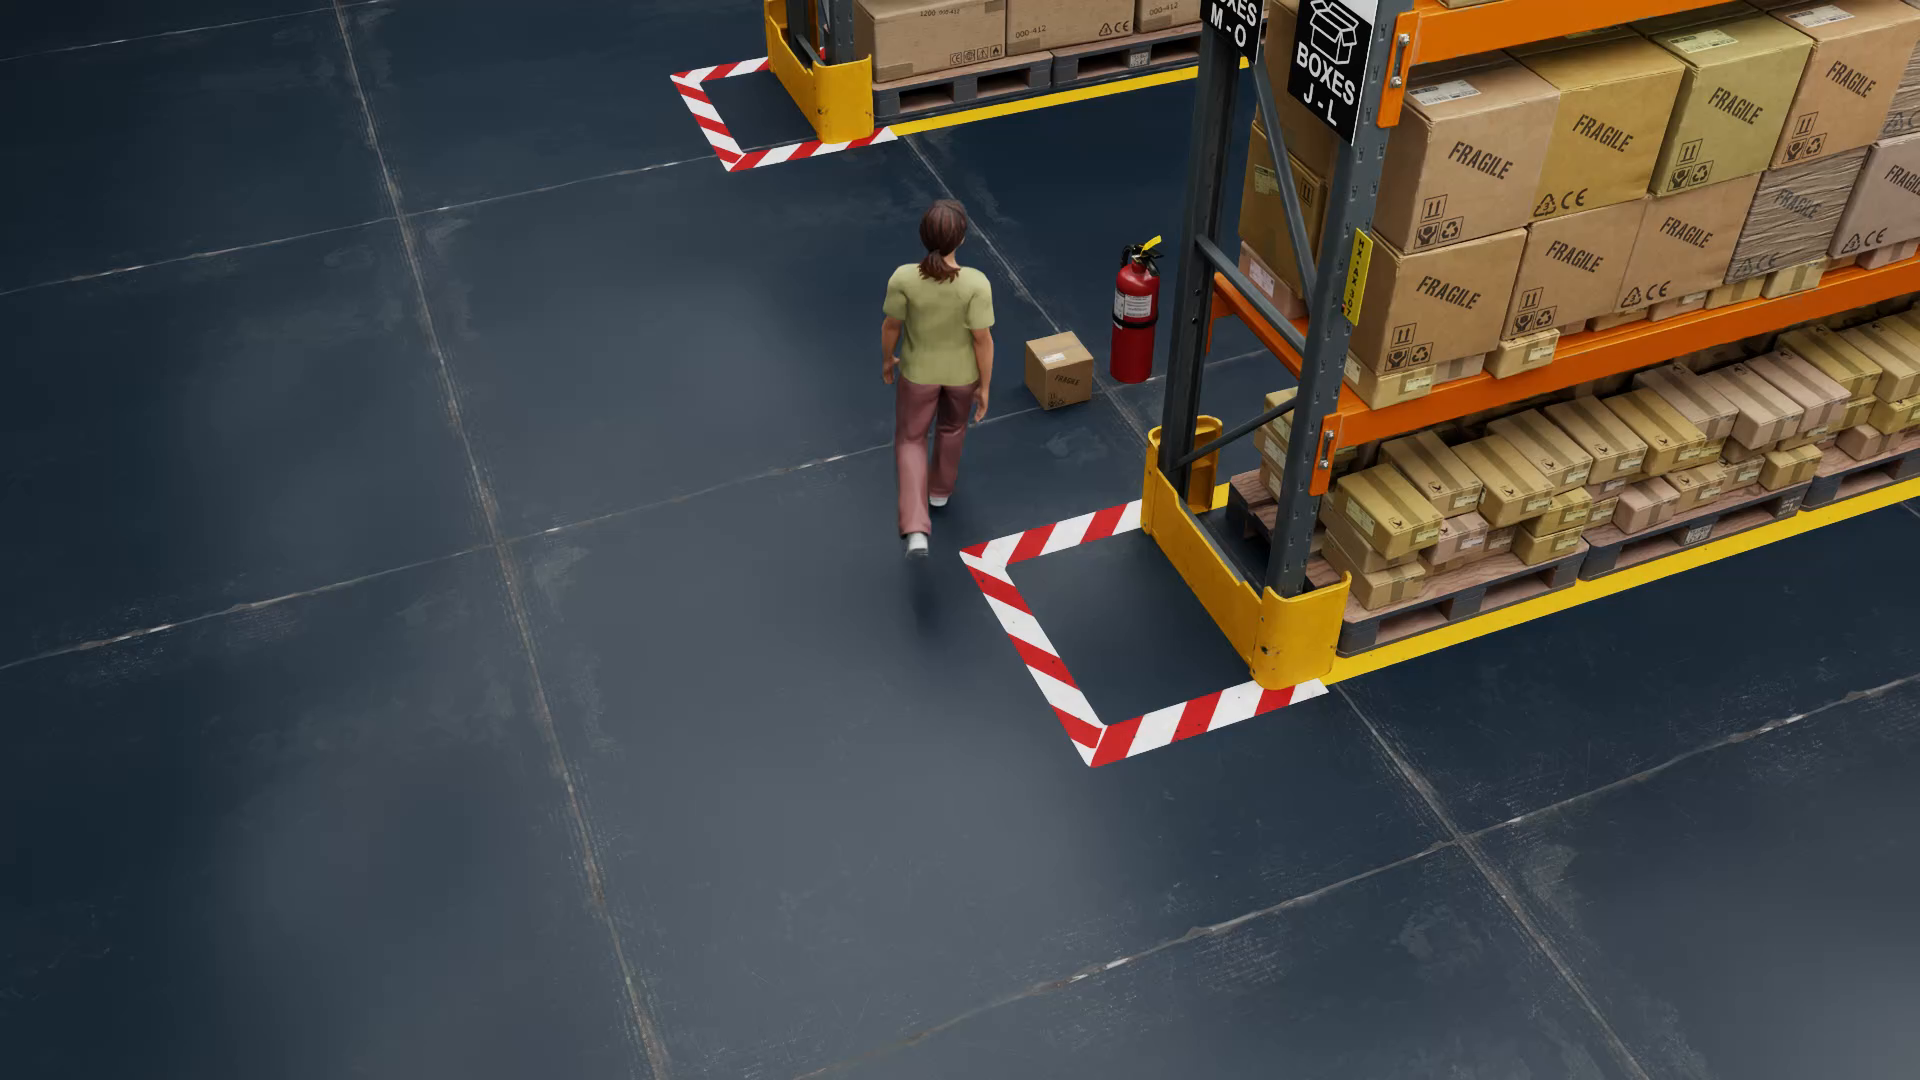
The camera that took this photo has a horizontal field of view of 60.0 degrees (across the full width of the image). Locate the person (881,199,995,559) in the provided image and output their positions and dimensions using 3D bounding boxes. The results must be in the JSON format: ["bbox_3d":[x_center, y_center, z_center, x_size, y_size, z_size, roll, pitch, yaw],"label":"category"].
[{"bbox_3d":[-0.095,-0.667,6.898,0.469,1.642,0.877,1,42,1],"label":"person"}]
